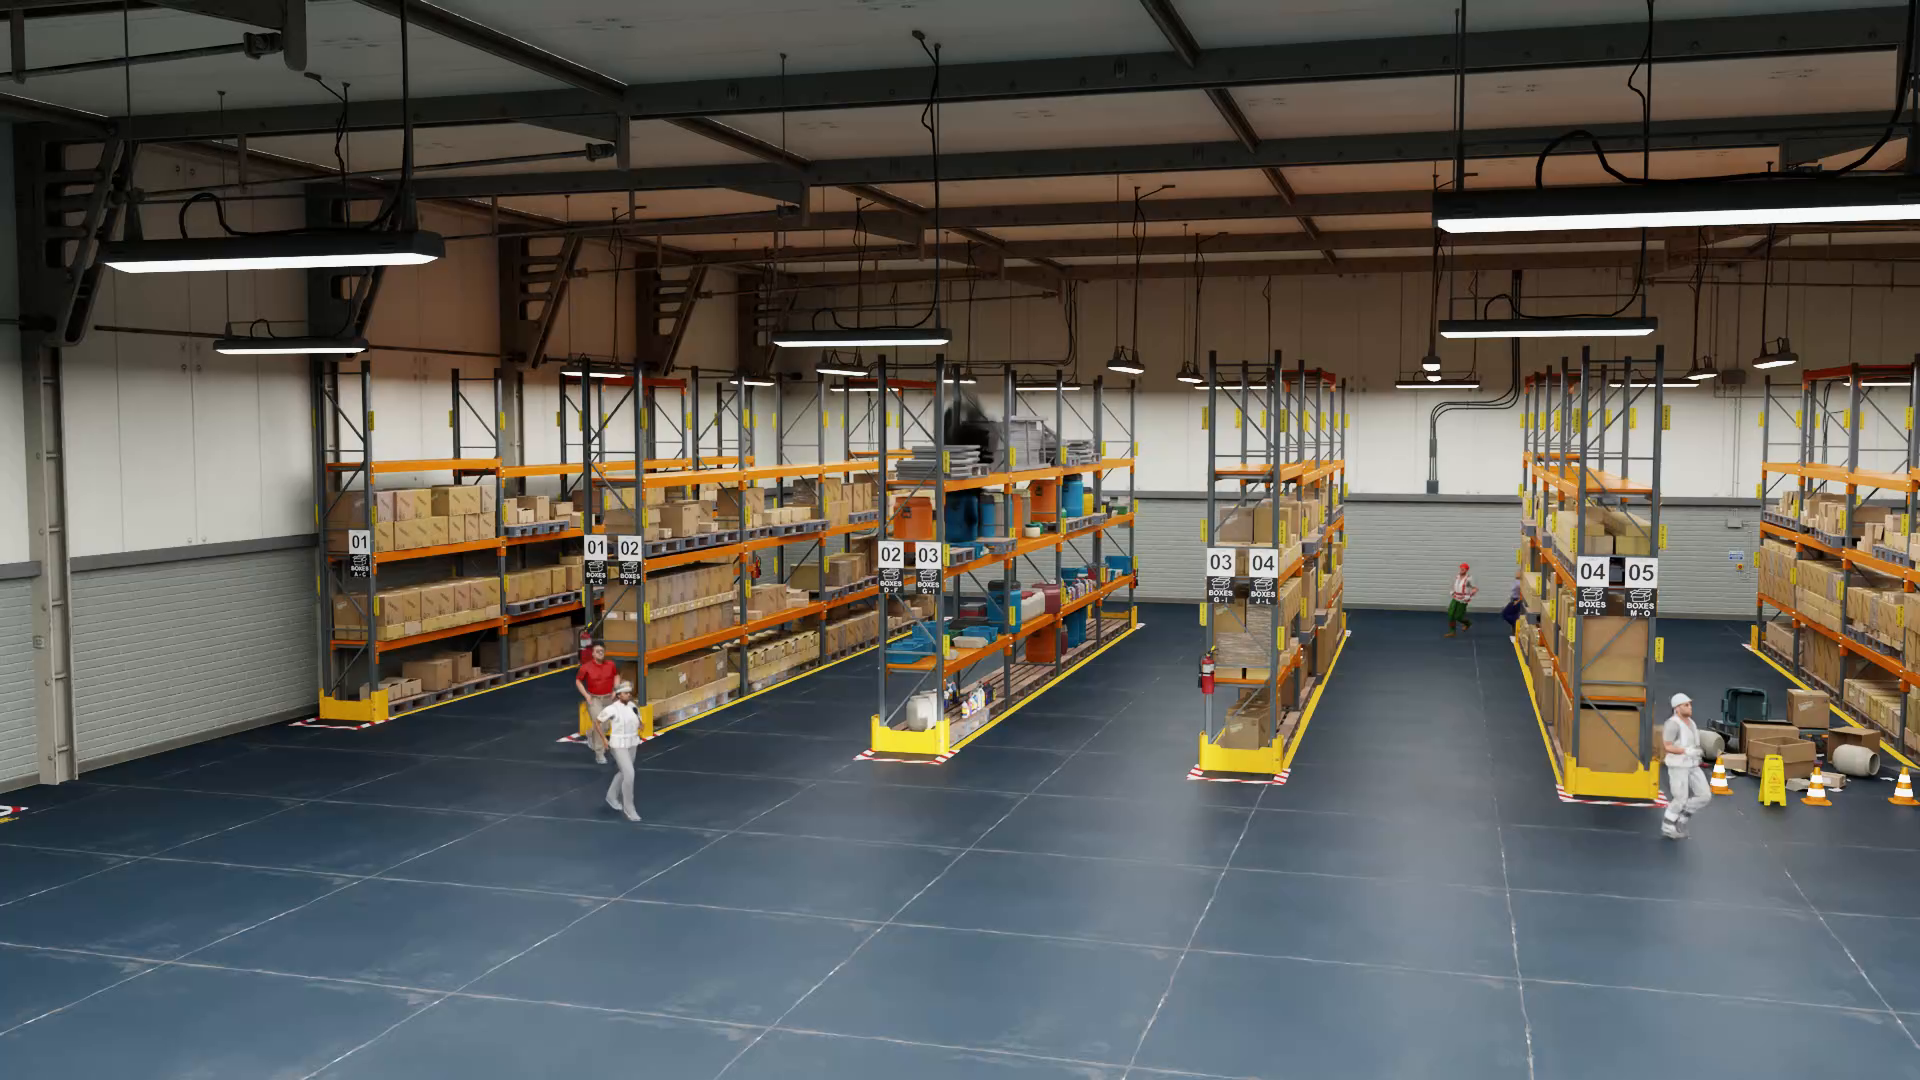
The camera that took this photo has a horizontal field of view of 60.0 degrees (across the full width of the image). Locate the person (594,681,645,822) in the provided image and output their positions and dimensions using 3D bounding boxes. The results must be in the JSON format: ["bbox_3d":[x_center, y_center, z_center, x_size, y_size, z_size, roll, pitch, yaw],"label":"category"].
[{"bbox_3d":[-4.267,2.653,21.038,0.781,1.755,0.549,3,5,34],"label":"person"}]

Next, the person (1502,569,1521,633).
[{"bbox_3d":[13.054,1.444,39.060,0.592,1.553,0.723,2,5,28],"label":"person"}]

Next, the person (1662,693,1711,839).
[{"bbox_3d":[8.643,2.704,19.734,0.639,1.759,0.612,-2,5,-31],"label":"person"}]

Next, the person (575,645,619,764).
[{"bbox_3d":[-5.363,2.399,24.630,0.677,1.734,0.766,-3,5,-35],"label":"person"}]

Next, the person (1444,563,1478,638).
[{"bbox_3d":[11.659,1.397,38.473,0.736,1.740,0.727,-2,5,-31],"label":"person"}]
